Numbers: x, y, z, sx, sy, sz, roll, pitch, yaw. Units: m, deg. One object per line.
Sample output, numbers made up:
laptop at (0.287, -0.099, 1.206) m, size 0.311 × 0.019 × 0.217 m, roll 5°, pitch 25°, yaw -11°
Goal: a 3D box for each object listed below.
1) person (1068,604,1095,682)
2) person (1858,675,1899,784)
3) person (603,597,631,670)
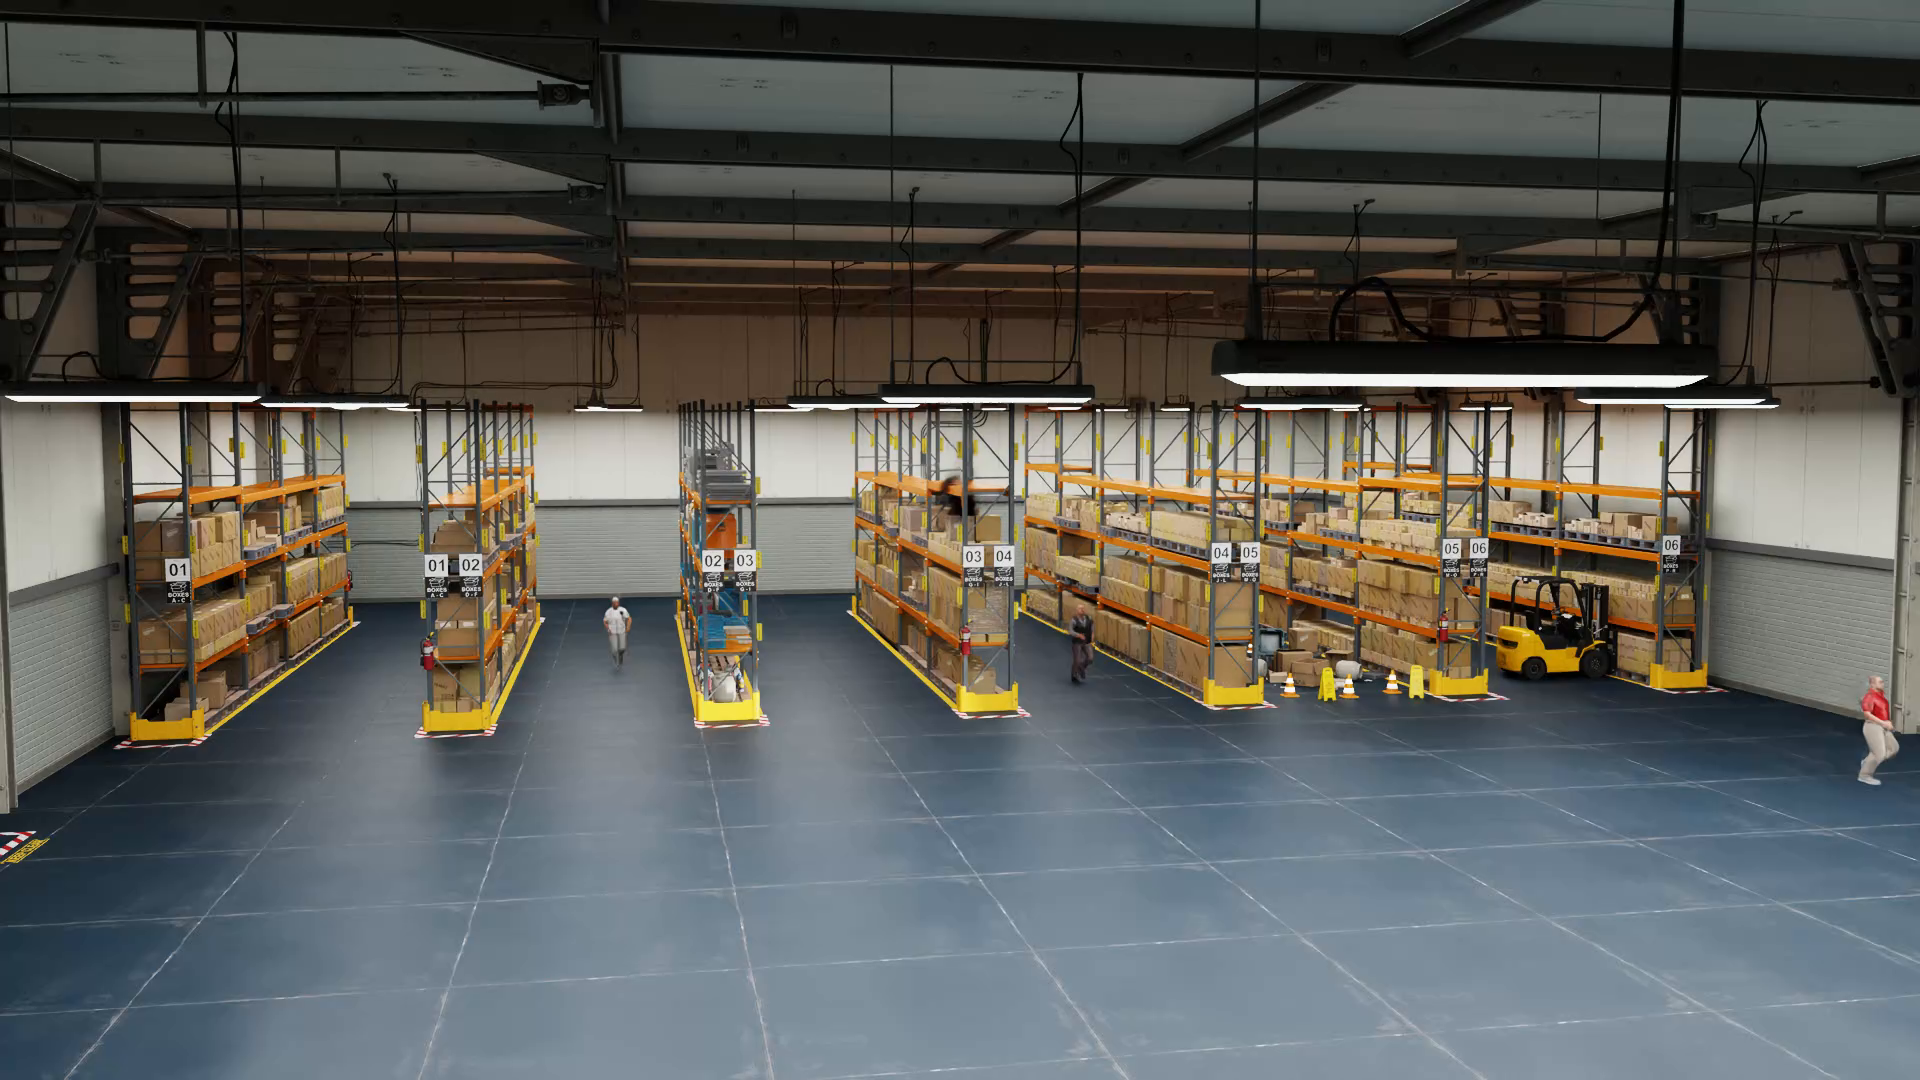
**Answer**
person at (2.612, 2.204, 35.392) m, size 0.683 × 1.676 × 0.755 m, roll -1°, pitch 4°, yaw -16°
person at (14.240, 2.939, 25.761) m, size 0.526 × 1.685 × 0.672 m, roll 4°, pitch 6°, yaw 44°
person at (-7.695, 2.101, 37.334) m, size 0.612 × 1.629 × 0.473 m, roll -1°, pitch 4°, yaw -11°
